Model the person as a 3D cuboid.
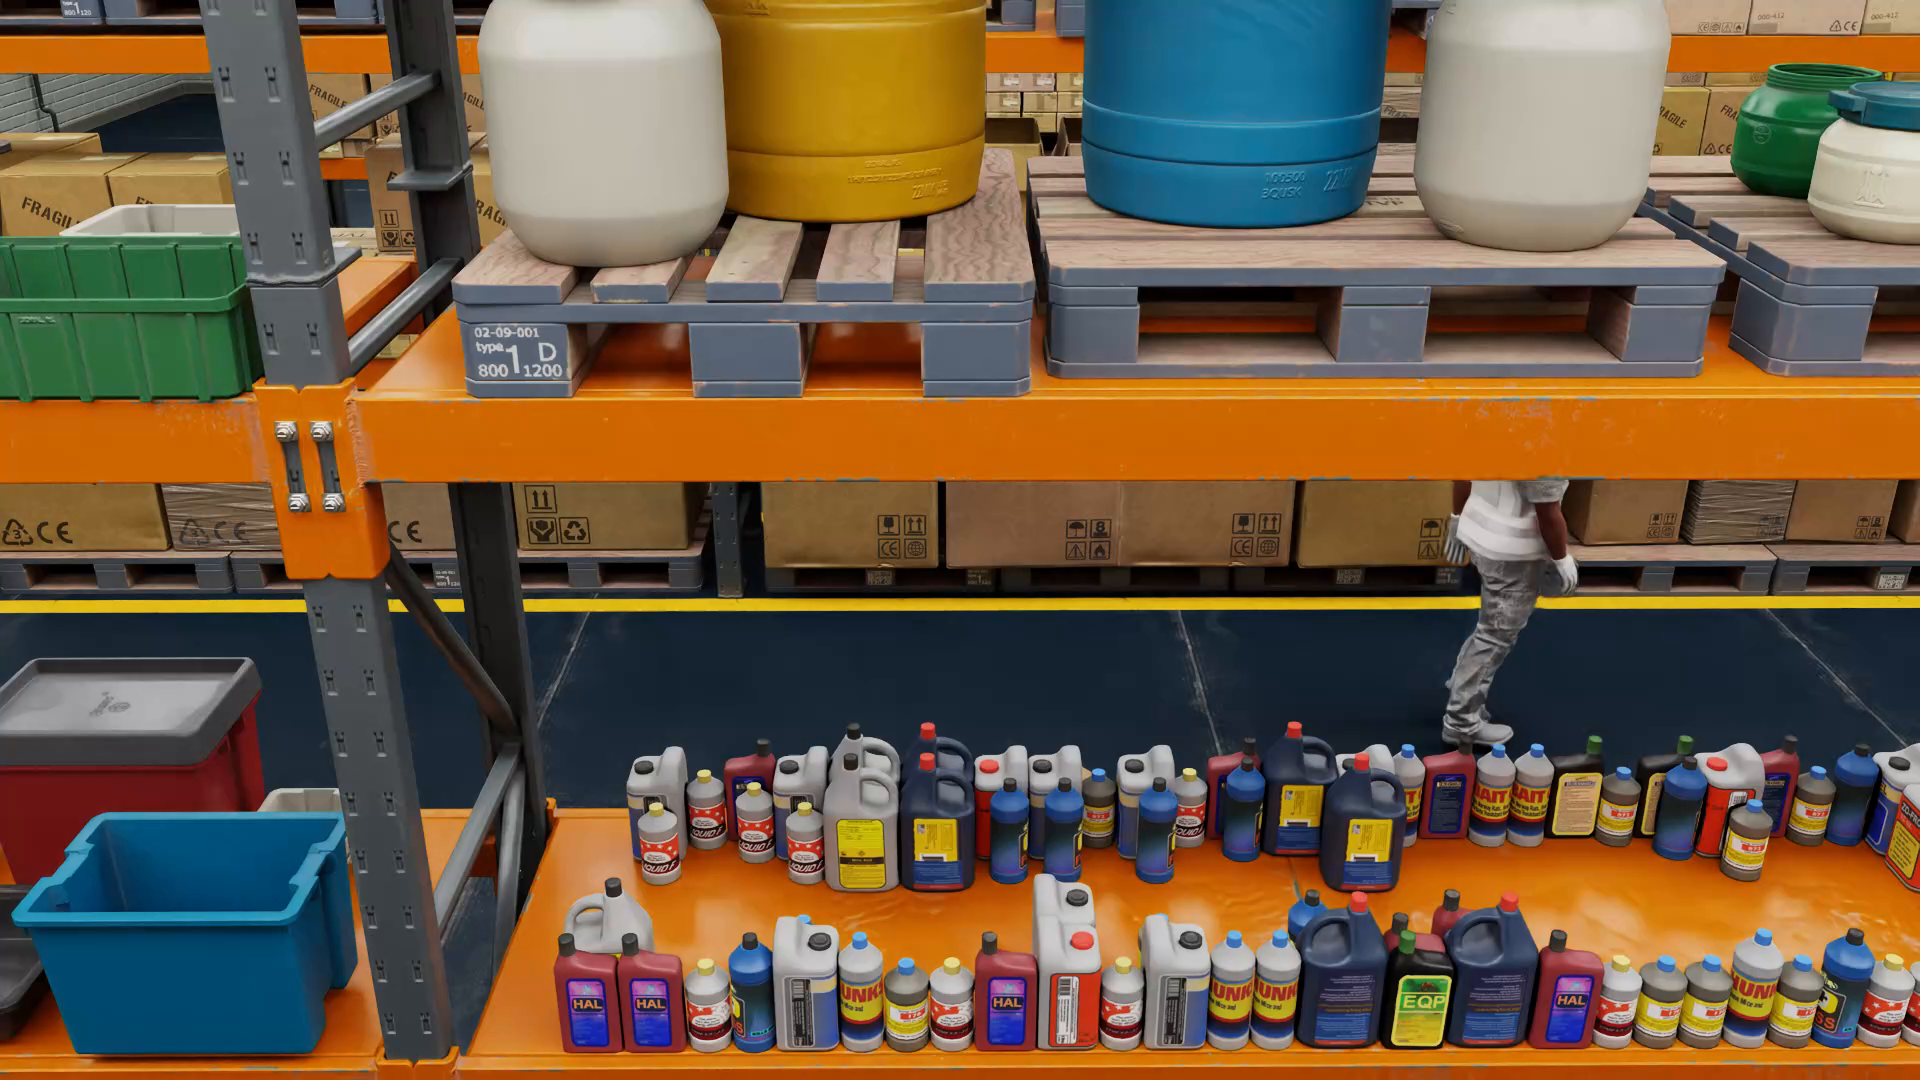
[{"bbox_3d":[2.316,0.044,6.966,0.480,1.826,0.559,-4,24,-8],"label":"person"}]
